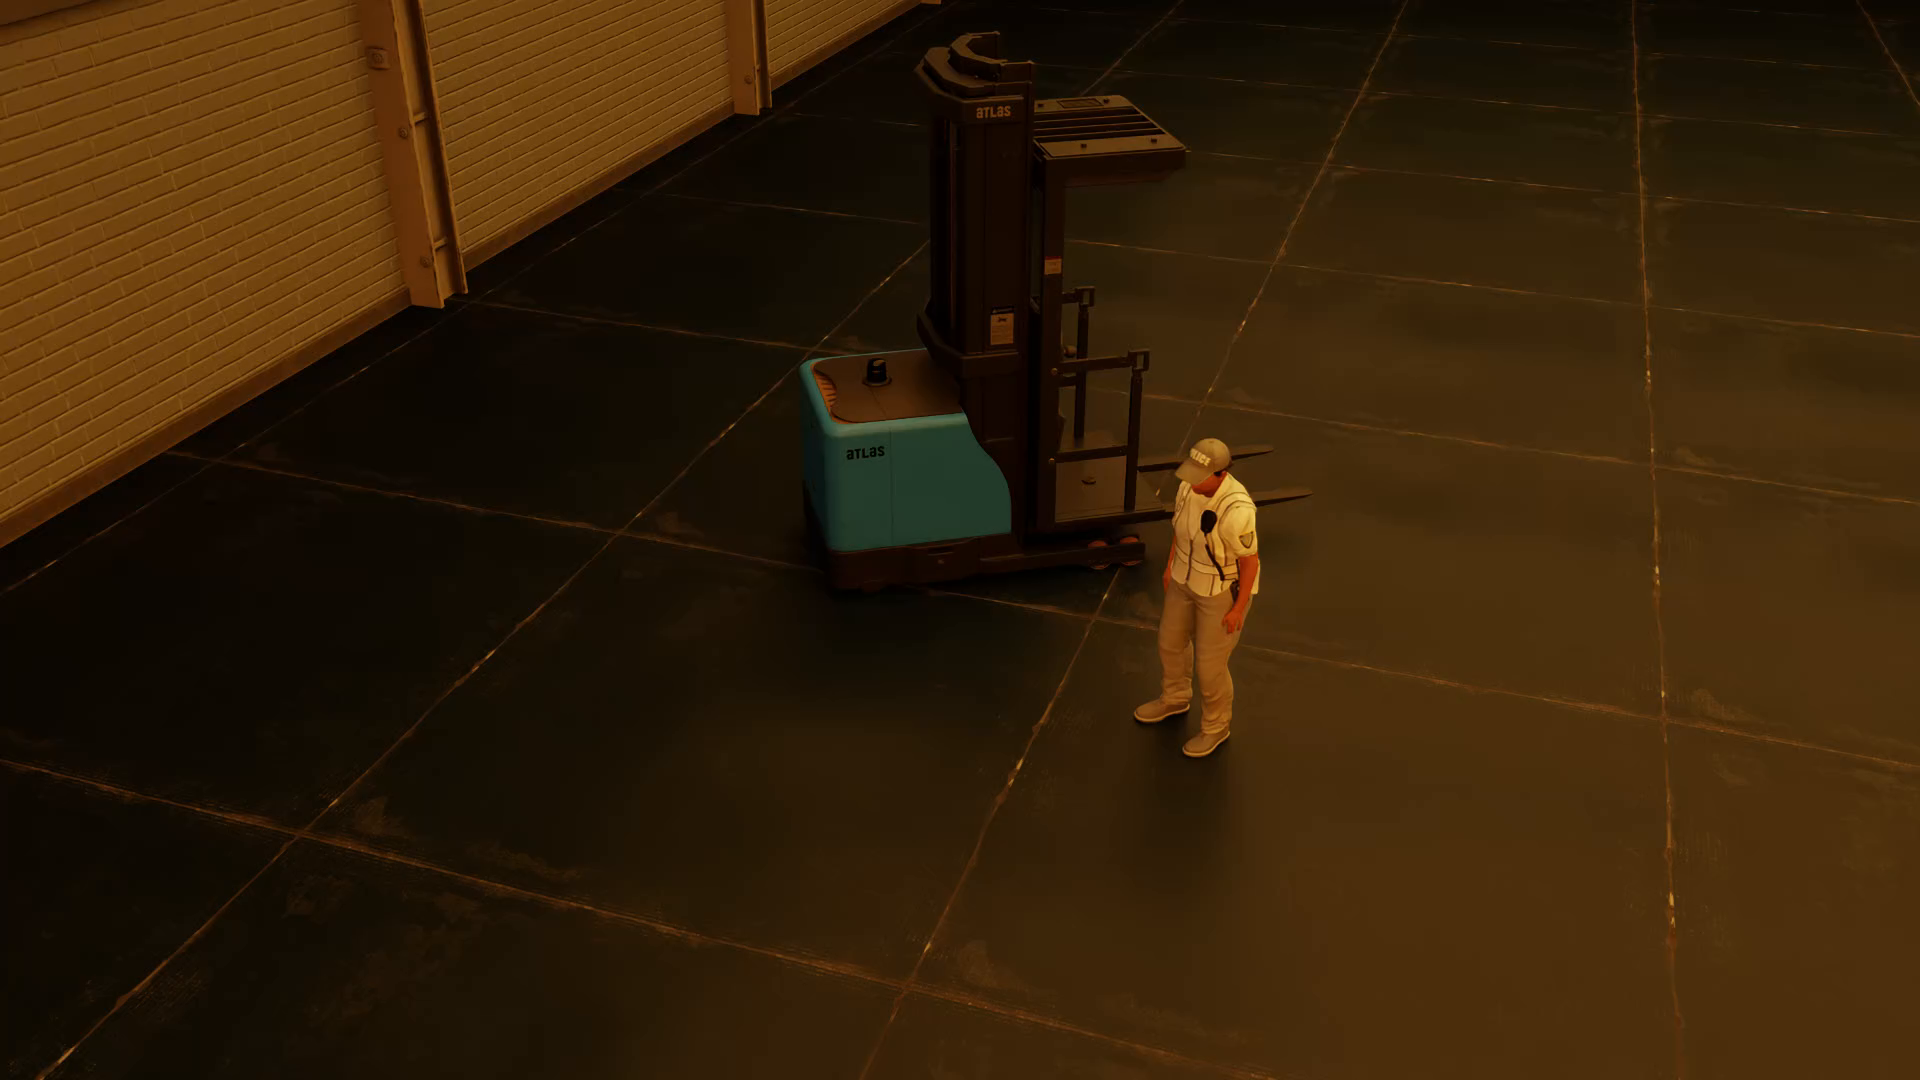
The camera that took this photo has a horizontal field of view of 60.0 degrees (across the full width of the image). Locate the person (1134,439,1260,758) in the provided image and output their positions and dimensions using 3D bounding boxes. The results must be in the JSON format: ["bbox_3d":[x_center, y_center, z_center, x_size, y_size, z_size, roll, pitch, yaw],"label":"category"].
[{"bbox_3d":[1.161,0.241,7.995,0.470,1.664,0.550,-19,35,-30],"label":"person"}]

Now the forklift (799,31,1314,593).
[{"bbox_3d":[0.612,-1.347,9.500,3.031,2.935,1.130,-7,30,-12],"label":"forklift"}]
